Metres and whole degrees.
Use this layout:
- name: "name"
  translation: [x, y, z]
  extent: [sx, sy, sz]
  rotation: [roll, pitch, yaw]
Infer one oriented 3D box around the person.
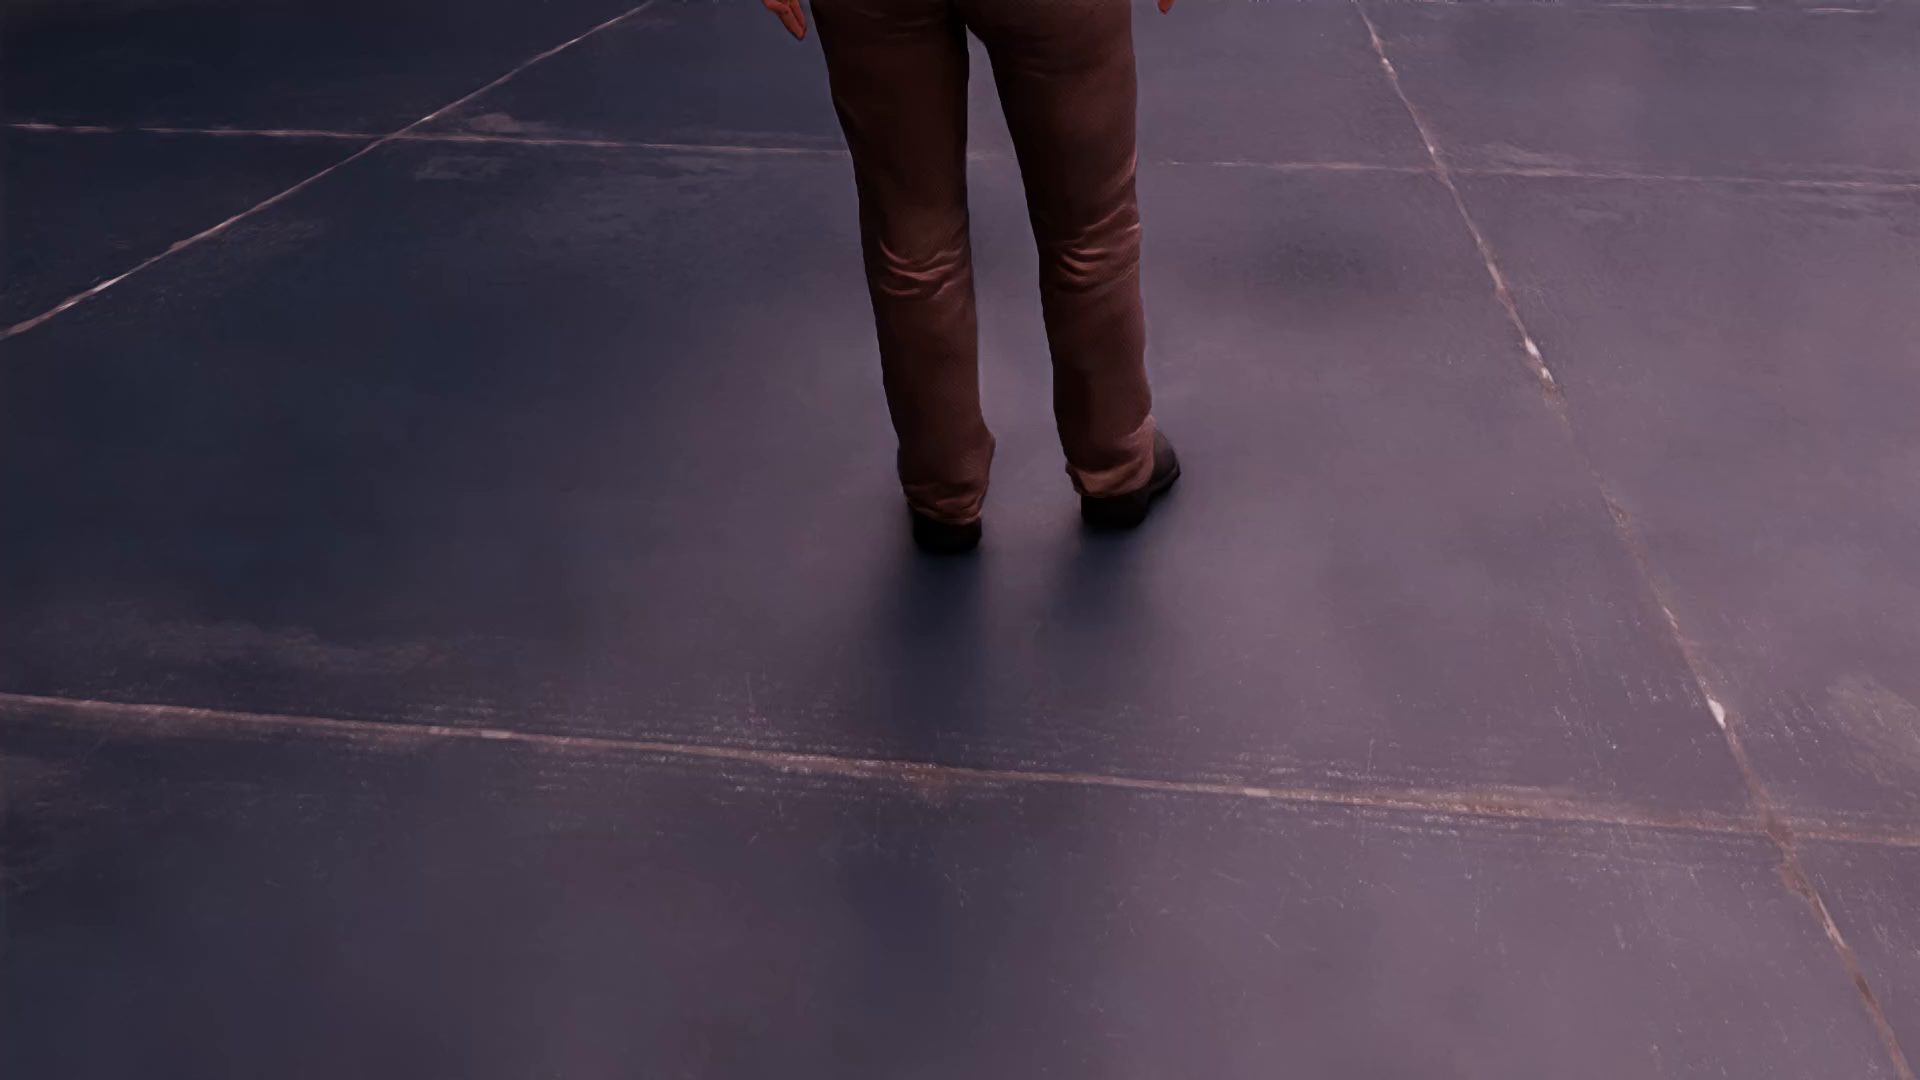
- name: "person"
  translation: [0.016, -0.804, 2.167]
  extent: [0.632, 1.720, 0.567]
  rotation: [3, 27, 7]
